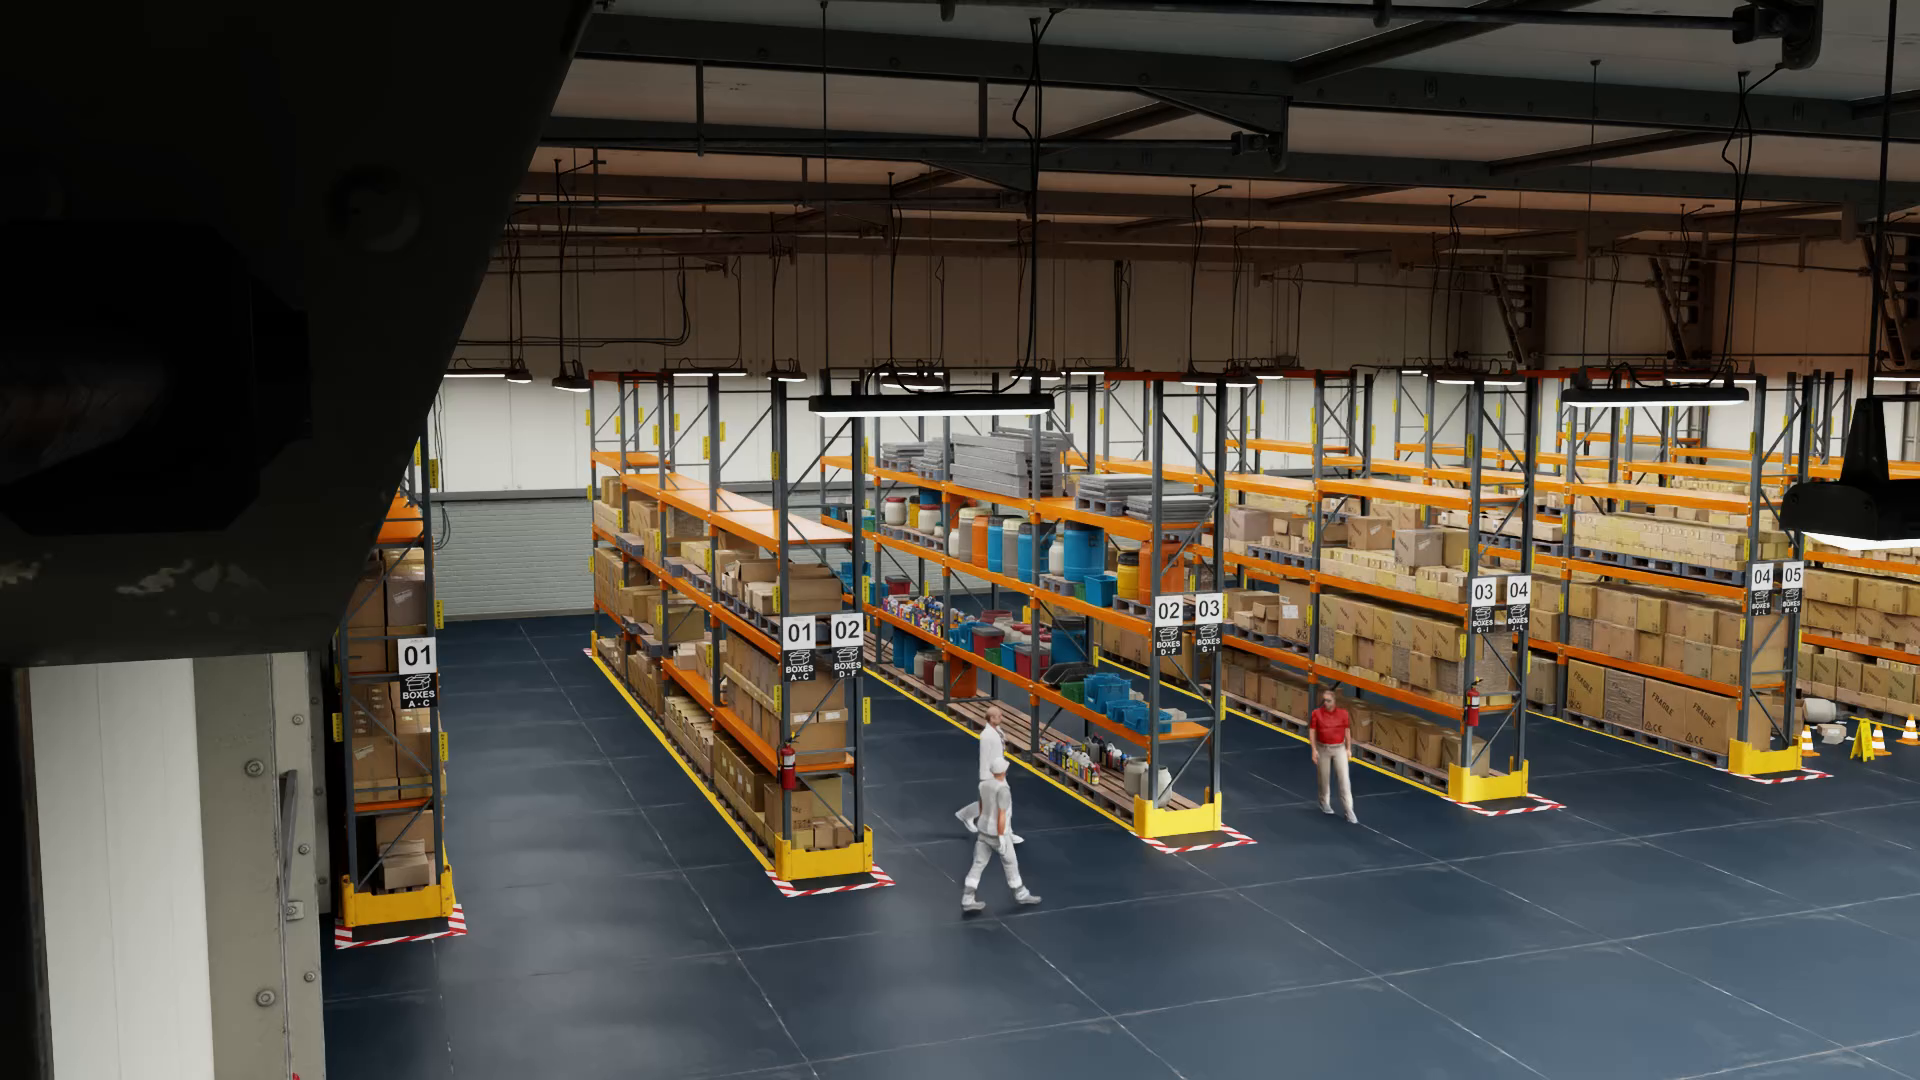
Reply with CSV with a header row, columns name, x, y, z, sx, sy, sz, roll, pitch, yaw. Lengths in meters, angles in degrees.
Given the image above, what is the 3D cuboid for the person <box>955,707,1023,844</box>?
name,x,y,z,sx,sy,sz,roll,pitch,yaw
person,0.397,3.035,21.691,0.965,1.749,0.644,2,7,16

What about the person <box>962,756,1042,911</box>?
name,x,y,z,sx,sy,sz,roll,pitch,yaw
person,0.453,3.326,18.981,0.966,1.728,0.620,-4,7,-31

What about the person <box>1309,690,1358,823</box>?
name,x,y,z,sx,sy,sz,roll,pitch,yaw
person,5.120,2.938,22.797,0.651,1.732,0.660,1,6,9
